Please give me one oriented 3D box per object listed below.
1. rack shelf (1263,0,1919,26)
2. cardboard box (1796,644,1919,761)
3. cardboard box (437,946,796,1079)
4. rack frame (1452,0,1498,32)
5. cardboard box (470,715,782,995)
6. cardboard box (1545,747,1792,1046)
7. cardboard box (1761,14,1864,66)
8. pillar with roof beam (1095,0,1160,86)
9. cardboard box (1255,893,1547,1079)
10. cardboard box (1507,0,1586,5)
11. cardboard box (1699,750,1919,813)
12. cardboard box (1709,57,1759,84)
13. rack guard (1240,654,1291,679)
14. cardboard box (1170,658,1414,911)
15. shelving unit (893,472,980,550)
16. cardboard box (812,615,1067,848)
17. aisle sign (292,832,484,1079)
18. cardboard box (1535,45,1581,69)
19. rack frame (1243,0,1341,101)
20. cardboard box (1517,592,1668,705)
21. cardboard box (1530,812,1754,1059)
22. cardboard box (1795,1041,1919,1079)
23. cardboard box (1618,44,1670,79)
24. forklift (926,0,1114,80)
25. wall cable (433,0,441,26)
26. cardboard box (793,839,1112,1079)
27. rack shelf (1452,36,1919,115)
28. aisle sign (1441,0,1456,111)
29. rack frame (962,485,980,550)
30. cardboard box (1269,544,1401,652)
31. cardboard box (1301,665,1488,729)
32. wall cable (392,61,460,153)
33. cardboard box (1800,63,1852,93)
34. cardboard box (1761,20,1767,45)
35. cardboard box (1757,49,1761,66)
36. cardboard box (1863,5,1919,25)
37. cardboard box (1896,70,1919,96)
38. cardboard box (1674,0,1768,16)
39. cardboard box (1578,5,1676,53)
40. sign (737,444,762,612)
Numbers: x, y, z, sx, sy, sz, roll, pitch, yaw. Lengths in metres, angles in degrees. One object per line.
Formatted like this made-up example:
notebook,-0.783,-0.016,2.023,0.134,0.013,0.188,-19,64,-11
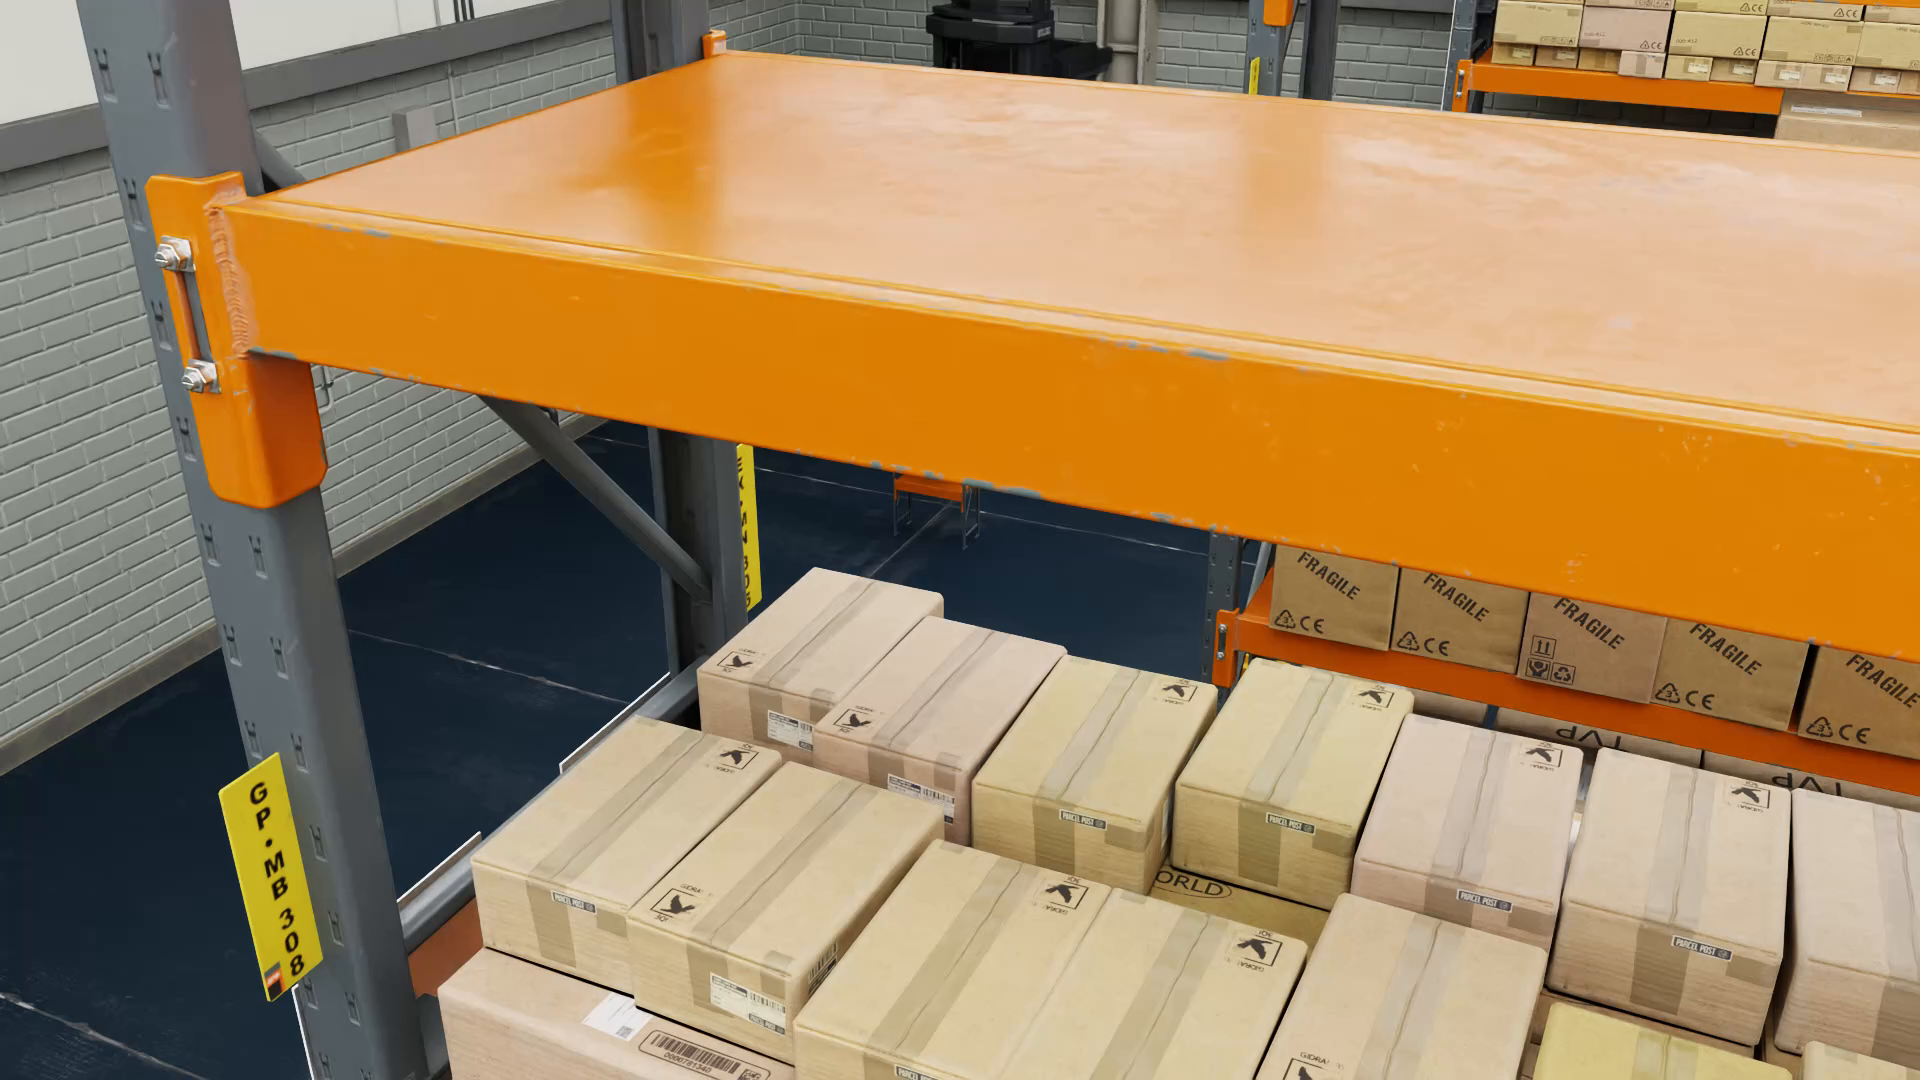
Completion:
rack shelf,3.137,-1.885,5.659,4.000,0.370,1.077,11,28,22
cardboard box,3.496,0.465,6.297,0.500,0.500,0.500,11,28,21
cardboard box,-0.339,0.631,2.281,0.500,0.250,0.500,12,29,23
rack frame,3.368,-4.750,10.210,0.127,3.000,1.000,11,28,22
cardboard box,-0.440,0.416,2.265,0.250,0.149,0.380,11,28,21
cardboard box,0.937,0.455,2.187,0.250,0.149,0.380,12,29,23
cardboard box,5.071,-3.011,9.906,0.500,0.250,0.500,11,28,21
pillar with roof beam,-0.495,-3.874,8.431,0.400,9.000,9.100,11,28,22
cardboard box,0.501,0.598,1.895,0.250,0.149,0.380,12,29,23
cardboard box,3.668,-3.512,10.359,0.500,0.250,0.500,11,28,21
cardboard box,3.616,1.309,7.120,0.875,0.438,0.875,10,28,20
cardboard box,4.714,-2.896,10.125,0.250,0.149,0.380,11,28,21
rack guard,1.295,1.055,8.041,0.348,0.500,1.175,11,28,22
cardboard box,0.487,0.344,2.412,0.250,0.149,0.380,12,29,23
shelving unit,-0.151,-0.569,10.546,0.503,1.200,0.258,11,28,22
cardboard box,-0.023,0.284,2.534,0.250,0.149,0.380,12,29,23
aisle sign,-0.831,0.888,2.607,0.004,0.787,0.394,11,28,22
cardboard box,3.811,-3.102,10.543,0.250,0.149,0.380,12,29,23
rack frame,1.317,-2.753,6.155,0.127,3.000,1.000,11,28,22
cardboard box,2.562,0.278,6.676,0.500,0.500,0.500,11,28,22
cardboard box,0.816,0.614,2.315,0.500,0.250,0.500,12,29,23
cardboard box,0.962,0.712,1.664,0.250,0.149,0.380,12,29,24
cardboard box,4.222,-2.962,10.258,0.250,0.149,0.380,12,29,23
forklift,0.532,-2.871,13.263,1.130,2.935,3.031,16,30,29
wall cable,-3.664,-3.982,8.650,0.029,3.000,2.355,11,28,22
cardboard box,0.002,0.549,1.996,0.250,0.149,0.380,11,28,22
rack shelf,5.189,-2.716,10.288,4.000,0.370,1.077,11,28,22
aisle sign,3.184,-3.119,10.746,0.004,0.787,0.394,11,28,22
rack frame,0.071,-0.524,10.456,0.015,1.200,0.240,11,28,22
cardboard box,1.635,0.097,7.045,0.500,0.500,0.500,11,28,21
cardboard box,1.959,0.980,7.789,0.875,0.438,0.875,10,28,20
wall cable,-3.249,-2.112,10.493,0.122,1.984,0.588,11,28,22
cardboard box,5.146,-2.777,9.882,0.250,0.149,0.380,12,29,23
cardboard box,5.282,-3.223,10.337,0.500,0.250,0.500,12,29,23
cardboard box,4.974,-3.119,10.578,0.250,0.149,0.380,11,28,21
cardboard box,5.527,-3.144,9.611,0.500,0.250,0.500,12,29,23
cardboard box,5.644,-2.713,9.753,0.250,0.149,0.380,12,29,24
cardboard box,4.586,-3.326,9.980,0.500,0.250,0.500,11,28,21
cardboard box,4.130,-3.195,10.280,0.500,0.250,0.500,12,29,23
sign,-0.392,-0.015,2.987,0.005,0.325,0.100,11,28,22
